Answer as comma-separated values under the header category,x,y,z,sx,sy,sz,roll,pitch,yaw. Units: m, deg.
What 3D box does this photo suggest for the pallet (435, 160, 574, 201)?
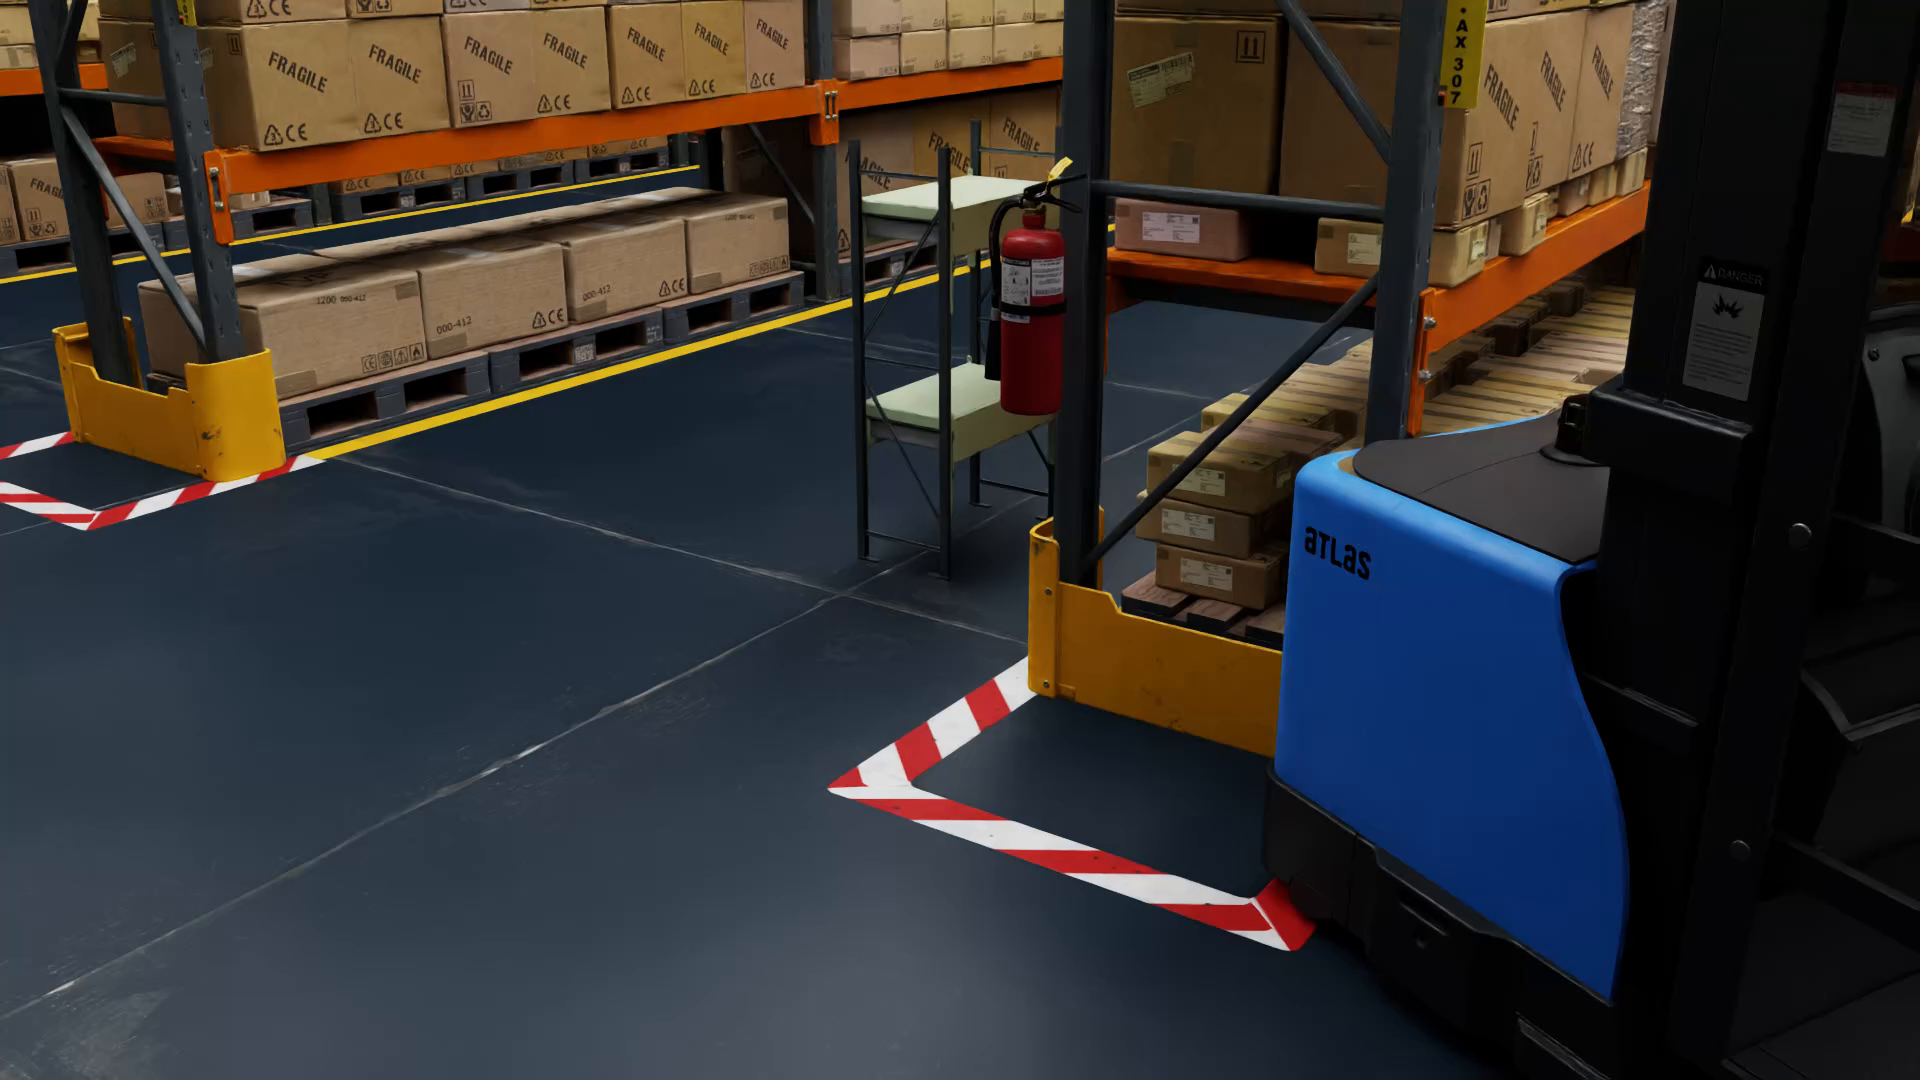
category,x,y,z,sx,sy,sz,roll,pitch,yaw
pallet,-4.181,-3.205,14.626,1.003,0.211,1.213,13,24,32

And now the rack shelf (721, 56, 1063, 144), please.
category,x,y,z,sx,sy,sz,roll,pitch,yaw
rack shelf,-0.061,-3.190,11.603,1.077,0.370,4.000,13,24,32

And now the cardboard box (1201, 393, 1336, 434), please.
category,x,y,z,sx,sy,sz,roll,pitch,yaw
cardboard box,1.034,-0.370,5.588,0.380,0.149,0.250,13,24,31

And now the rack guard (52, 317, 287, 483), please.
category,x,y,z,sx,sy,sz,roll,pitch,yaw
rack guard,-3.447,-0.627,7.239,1.175,0.500,0.348,13,24,32

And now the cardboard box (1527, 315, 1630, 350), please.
category,x,y,z,sx,sy,sz,roll,pitch,yaw
cardboard box,2.526,-0.790,6.725,0.380,0.149,0.250,14,25,34

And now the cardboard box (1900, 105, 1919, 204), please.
category,x,y,z,sx,sy,sz,roll,pitch,yaw
cardboard box,6.643,-2.983,12.643,1.050,0.750,0.750,13,24,32

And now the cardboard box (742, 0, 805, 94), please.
category,x,y,z,sx,sy,sz,roll,pitch,yaw
cardboard box,-1.234,-2.818,9.415,0.500,0.500,0.500,14,24,32

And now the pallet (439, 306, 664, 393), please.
category,x,y,z,sx,sy,sz,roll,pitch,yaw
pallet,-2.362,-1.092,8.912,1.003,0.211,1.213,13,24,32

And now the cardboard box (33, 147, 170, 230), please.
category,x,y,z,sx,sy,sz,roll,pitch,yaw
cardboard box,-6.022,-2.490,11.671,0.700,0.500,0.500,12,24,30

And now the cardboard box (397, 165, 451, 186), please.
category,x,y,z,sx,sy,sz,roll,pitch,yaw
cardboard box,-4.543,-3.195,13.577,0.500,0.500,0.500,13,24,31

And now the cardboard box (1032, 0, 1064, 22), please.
category,x,y,z,sx,sy,sz,roll,pitch,yaw
cardboard box,0.445,-3.778,11.652,0.500,0.250,0.500,13,24,30

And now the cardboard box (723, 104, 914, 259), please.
category,x,y,z,sx,sy,sz,roll,pitch,yaw
cardboard box,-0.903,-2.348,10.746,0.875,0.875,0.875,14,25,33

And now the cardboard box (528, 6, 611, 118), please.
category,x,y,z,sx,sy,sz,roll,pitch,yaw
cardboard box,-2.096,-2.375,8.217,0.500,0.500,0.500,14,25,34

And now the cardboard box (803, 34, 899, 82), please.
category,x,y,z,sx,sy,sz,roll,pitch,yaw
cardboard box,-0.719,-2.958,10.155,0.500,0.250,0.500,13,24,31

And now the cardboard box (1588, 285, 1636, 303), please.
category,x,y,z,sx,sy,sz,roll,pitch,yaw
cardboard box,2.981,-1.004,7.301,0.380,0.149,0.250,14,25,33

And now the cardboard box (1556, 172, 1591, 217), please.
category,x,y,z,sx,sy,sz,roll,pitch,yaw
cardboard box,1.842,-1.168,5.462,0.380,0.149,0.250,13,24,31

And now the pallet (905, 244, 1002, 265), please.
category,x,y,z,sx,sy,sz,roll,pitch,yaw
pallet,-0.129,-2.234,11.999,1.003,0.211,1.213,13,24,32

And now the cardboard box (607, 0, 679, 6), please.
category,x,y,z,sx,sy,sz,roll,pitch,yaw
cardboard box,-1.792,-2.989,8.435,0.500,0.500,0.500,14,24,33

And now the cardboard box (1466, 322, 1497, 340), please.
category,x,y,z,sx,sy,sz,roll,pitch,yaw
cardboard box,1.957,-0.812,6.783,0.380,0.149,0.250,14,24,33

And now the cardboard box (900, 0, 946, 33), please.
category,x,y,z,sx,sy,sz,roll,pitch,yaw
cardboard box,-0.435,-3.344,10.478,0.500,0.250,0.500,14,24,33

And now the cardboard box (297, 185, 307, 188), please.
category,x,y,z,sx,sy,sz,roll,pitch,yaw
cardboard box,-5.261,-3.144,13.439,0.500,0.500,0.500,13,24,32

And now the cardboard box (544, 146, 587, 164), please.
category,x,y,z,sx,sy,sz,roll,pitch,yaw
cardboard box,-3.686,-3.638,14.773,0.500,0.500,0.500,15,25,34

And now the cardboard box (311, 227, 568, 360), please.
category,x,y,z,sx,sy,sz,roll,pitch,yaw
cardboard box,-2.638,-1.275,8.475,0.875,0.438,0.875,14,25,33

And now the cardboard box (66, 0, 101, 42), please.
category,x,y,z,sx,sy,sz,roll,pitch,yaw
cardboard box,-5.938,-3.509,11.215,0.500,0.250,0.500,13,24,31

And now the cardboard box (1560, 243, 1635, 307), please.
category,x,y,z,sx,sy,sz,roll,pitch,yaw
cardboard box,3.173,-1.304,8.463,0.500,0.500,0.500,13,24,31

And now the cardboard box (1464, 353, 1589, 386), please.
category,x,y,z,sx,sy,sz,roll,pitch,yaw
cardboard box,2.078,-0.565,6.115,0.380,0.149,0.250,13,24,32

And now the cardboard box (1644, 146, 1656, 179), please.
category,x,y,z,sx,sy,sz,roll,pitch,yaw
cardboard box,2.451,-1.459,6.248,0.380,0.149,0.250,12,23,30

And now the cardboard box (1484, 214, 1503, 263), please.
category,x,y,z,sx,sy,sz,roll,pitch,yaw
cardboard box,1.279,-0.862,4.634,0.380,0.149,0.250,14,25,34

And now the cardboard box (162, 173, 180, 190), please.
category,x,y,z,sx,sy,sz,roll,pitch,yaw
cardboard box,-5.859,-2.713,12.547,0.500,0.311,0.500,14,25,34

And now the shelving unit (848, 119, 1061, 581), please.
category,x,y,z,sx,sy,sz,roll,pitch,yaw
shelving unit,0.004,-0.705,6.010,0.431,1.500,0.755,13,24,32

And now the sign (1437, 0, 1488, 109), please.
category,x,y,z,sx,sy,sz,roll,pitch,yaw
sign,1.166,-1.170,3.857,0.100,0.325,0.005,13,24,32

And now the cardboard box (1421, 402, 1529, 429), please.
category,x,y,z,sx,sy,sz,roll,pitch,yaw
cardboard box,1.667,-0.330,5.480,0.380,0.149,0.250,12,23,29

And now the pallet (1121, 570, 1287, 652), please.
category,x,y,z,sx,sy,sz,roll,pitch,yaw
pallet,1.246,0.190,5.447,1.003,0.211,1.213,13,24,32

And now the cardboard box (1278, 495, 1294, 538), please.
category,x,y,z,sx,sy,sz,roll,pitch,yaw
cardboard box,0.969,-0.141,5.397,0.380,0.149,0.250,13,24,31

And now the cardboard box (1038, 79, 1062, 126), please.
category,x,y,z,sx,sy,sz,roll,pitch,yaw
cardboard box,0.606,-3.120,12.833,0.875,0.875,0.875,13,24,31

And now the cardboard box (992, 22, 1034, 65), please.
category,x,y,z,sx,sy,sz,roll,pitch,yaw
cardboard box,0.160,-3.393,11.329,0.500,0.250,0.500,13,24,31

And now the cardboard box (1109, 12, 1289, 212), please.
category,x,y,z,sx,sy,sz,roll,pitch,yaw
cardboard box,0.757,-1.235,4.708,0.500,0.500,0.500,14,24,33

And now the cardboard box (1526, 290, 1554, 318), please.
category,x,y,z,sx,sy,sz,roll,pitch,yaw
cardboard box,2.397,-1.030,7.374,0.380,0.149,0.250,15,25,34

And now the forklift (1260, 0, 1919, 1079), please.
category,x,y,z,sx,sy,sz,roll,pitch,yaw
forklift,1.864,-0.178,2.521,1.130,2.935,3.031,-11,23,-26

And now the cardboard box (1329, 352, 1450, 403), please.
category,x,y,z,sx,sy,sz,roll,pitch,yaw
cardboard box,1.577,-0.574,6.139,0.380,0.149,0.250,12,24,30

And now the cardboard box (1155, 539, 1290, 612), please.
category,x,y,z,sx,sy,sz,roll,pitch,yaw
cardboard box,0.840,0.079,5.233,0.380,0.149,0.250,14,24,33

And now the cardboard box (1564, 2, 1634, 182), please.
category,x,y,z,sx,sy,sz,roll,pitch,yaw
cardboard box,1.763,-1.428,5.228,0.500,0.500,0.500,14,24,33

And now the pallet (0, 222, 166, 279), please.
category,x,y,z,sx,sy,sz,roll,pitch,yaw
pallet,-6.364,-2.065,11.542,1.003,0.211,1.213,13,24,32

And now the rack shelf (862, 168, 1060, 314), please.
category,x,y,z,sx,sy,sz,roll,pitch,yaw
rack shelf,0.004,-1.071,5.875,0.431,0.370,0.720,13,24,32

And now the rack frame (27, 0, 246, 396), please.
category,x,y,z,sx,sy,sz,roll,pitch,yaw
rack frame,-3.434,-1.806,6.824,1.000,3.000,0.127,13,24,32

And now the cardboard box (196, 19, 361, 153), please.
category,x,y,z,sx,sy,sz,roll,pitch,yaw
cardboard box,-2.926,-1.935,7.028,0.500,0.500,0.500,13,24,31

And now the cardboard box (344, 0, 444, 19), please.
category,x,y,z,sx,sy,sz,roll,pitch,yaw
cardboard box,-2.644,-2.554,7.260,0.500,0.500,0.500,13,24,30

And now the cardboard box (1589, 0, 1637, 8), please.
category,x,y,z,sx,sy,sz,roll,pitch,yaw
cardboard box,1.778,-1.893,5.045,0.500,0.500,0.500,13,24,31

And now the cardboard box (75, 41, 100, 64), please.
category,x,y,z,sx,sy,sz,roll,pitch,yaw
cardboard box,-6.045,-3.303,11.233,0.380,0.149,0.250,14,24,33

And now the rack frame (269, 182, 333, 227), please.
category,x,y,z,sx,sy,sz,roll,pitch,yaw
rack frame,-5.292,-3.921,12.541,1.000,3.000,0.127,13,24,32
